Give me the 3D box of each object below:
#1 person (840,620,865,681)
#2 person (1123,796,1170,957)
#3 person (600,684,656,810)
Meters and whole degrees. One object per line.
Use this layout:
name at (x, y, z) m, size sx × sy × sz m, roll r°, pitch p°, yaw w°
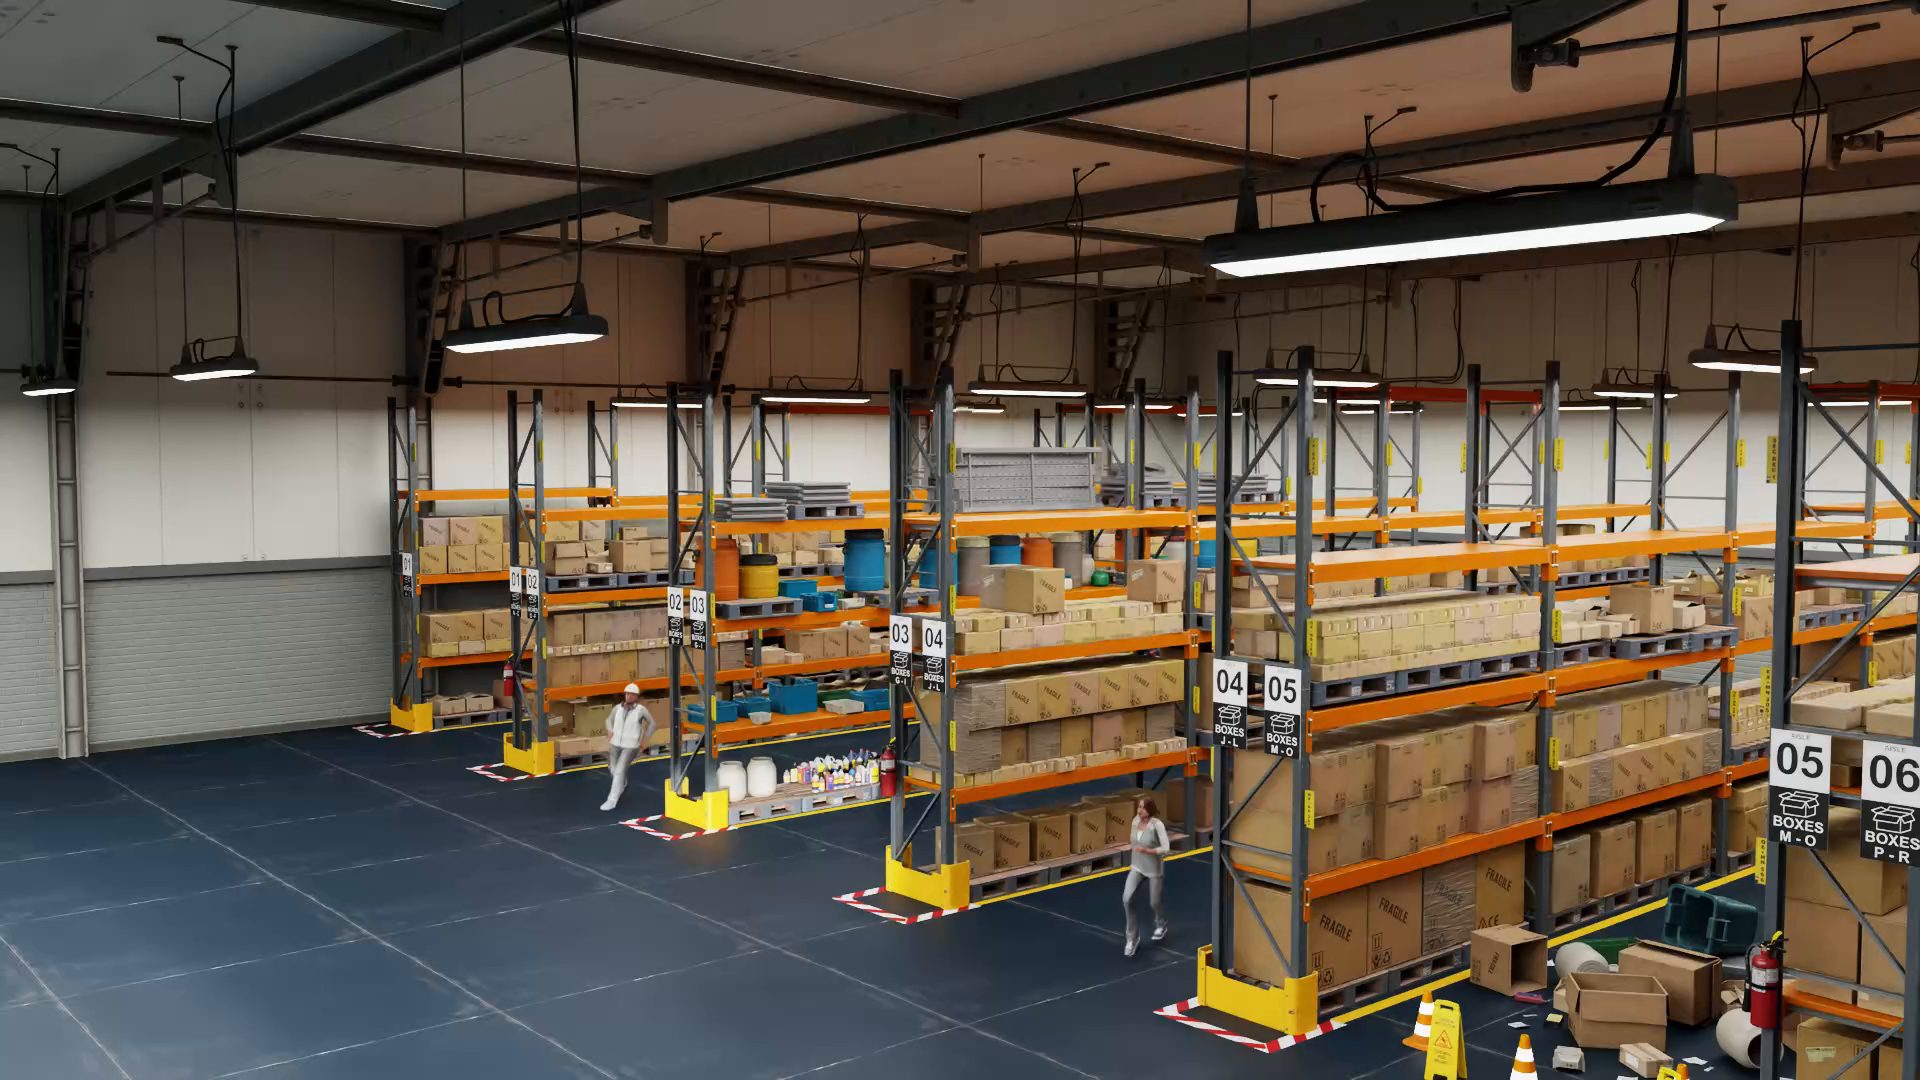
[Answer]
person at (-2.206, 2.105, 33.507) m, size 0.674 × 1.669 × 0.643 m, roll -3°, pitch 5°, yaw -44°
person at (1.934, 3.390, 16.891) m, size 0.515 × 1.626 × 0.757 m, roll 2°, pitch 4°, yaw 31°
person at (-4.728, 2.908, 23.629) m, size 0.717 × 1.734 × 0.932 m, roll 1°, pitch 3°, yaw 14°
